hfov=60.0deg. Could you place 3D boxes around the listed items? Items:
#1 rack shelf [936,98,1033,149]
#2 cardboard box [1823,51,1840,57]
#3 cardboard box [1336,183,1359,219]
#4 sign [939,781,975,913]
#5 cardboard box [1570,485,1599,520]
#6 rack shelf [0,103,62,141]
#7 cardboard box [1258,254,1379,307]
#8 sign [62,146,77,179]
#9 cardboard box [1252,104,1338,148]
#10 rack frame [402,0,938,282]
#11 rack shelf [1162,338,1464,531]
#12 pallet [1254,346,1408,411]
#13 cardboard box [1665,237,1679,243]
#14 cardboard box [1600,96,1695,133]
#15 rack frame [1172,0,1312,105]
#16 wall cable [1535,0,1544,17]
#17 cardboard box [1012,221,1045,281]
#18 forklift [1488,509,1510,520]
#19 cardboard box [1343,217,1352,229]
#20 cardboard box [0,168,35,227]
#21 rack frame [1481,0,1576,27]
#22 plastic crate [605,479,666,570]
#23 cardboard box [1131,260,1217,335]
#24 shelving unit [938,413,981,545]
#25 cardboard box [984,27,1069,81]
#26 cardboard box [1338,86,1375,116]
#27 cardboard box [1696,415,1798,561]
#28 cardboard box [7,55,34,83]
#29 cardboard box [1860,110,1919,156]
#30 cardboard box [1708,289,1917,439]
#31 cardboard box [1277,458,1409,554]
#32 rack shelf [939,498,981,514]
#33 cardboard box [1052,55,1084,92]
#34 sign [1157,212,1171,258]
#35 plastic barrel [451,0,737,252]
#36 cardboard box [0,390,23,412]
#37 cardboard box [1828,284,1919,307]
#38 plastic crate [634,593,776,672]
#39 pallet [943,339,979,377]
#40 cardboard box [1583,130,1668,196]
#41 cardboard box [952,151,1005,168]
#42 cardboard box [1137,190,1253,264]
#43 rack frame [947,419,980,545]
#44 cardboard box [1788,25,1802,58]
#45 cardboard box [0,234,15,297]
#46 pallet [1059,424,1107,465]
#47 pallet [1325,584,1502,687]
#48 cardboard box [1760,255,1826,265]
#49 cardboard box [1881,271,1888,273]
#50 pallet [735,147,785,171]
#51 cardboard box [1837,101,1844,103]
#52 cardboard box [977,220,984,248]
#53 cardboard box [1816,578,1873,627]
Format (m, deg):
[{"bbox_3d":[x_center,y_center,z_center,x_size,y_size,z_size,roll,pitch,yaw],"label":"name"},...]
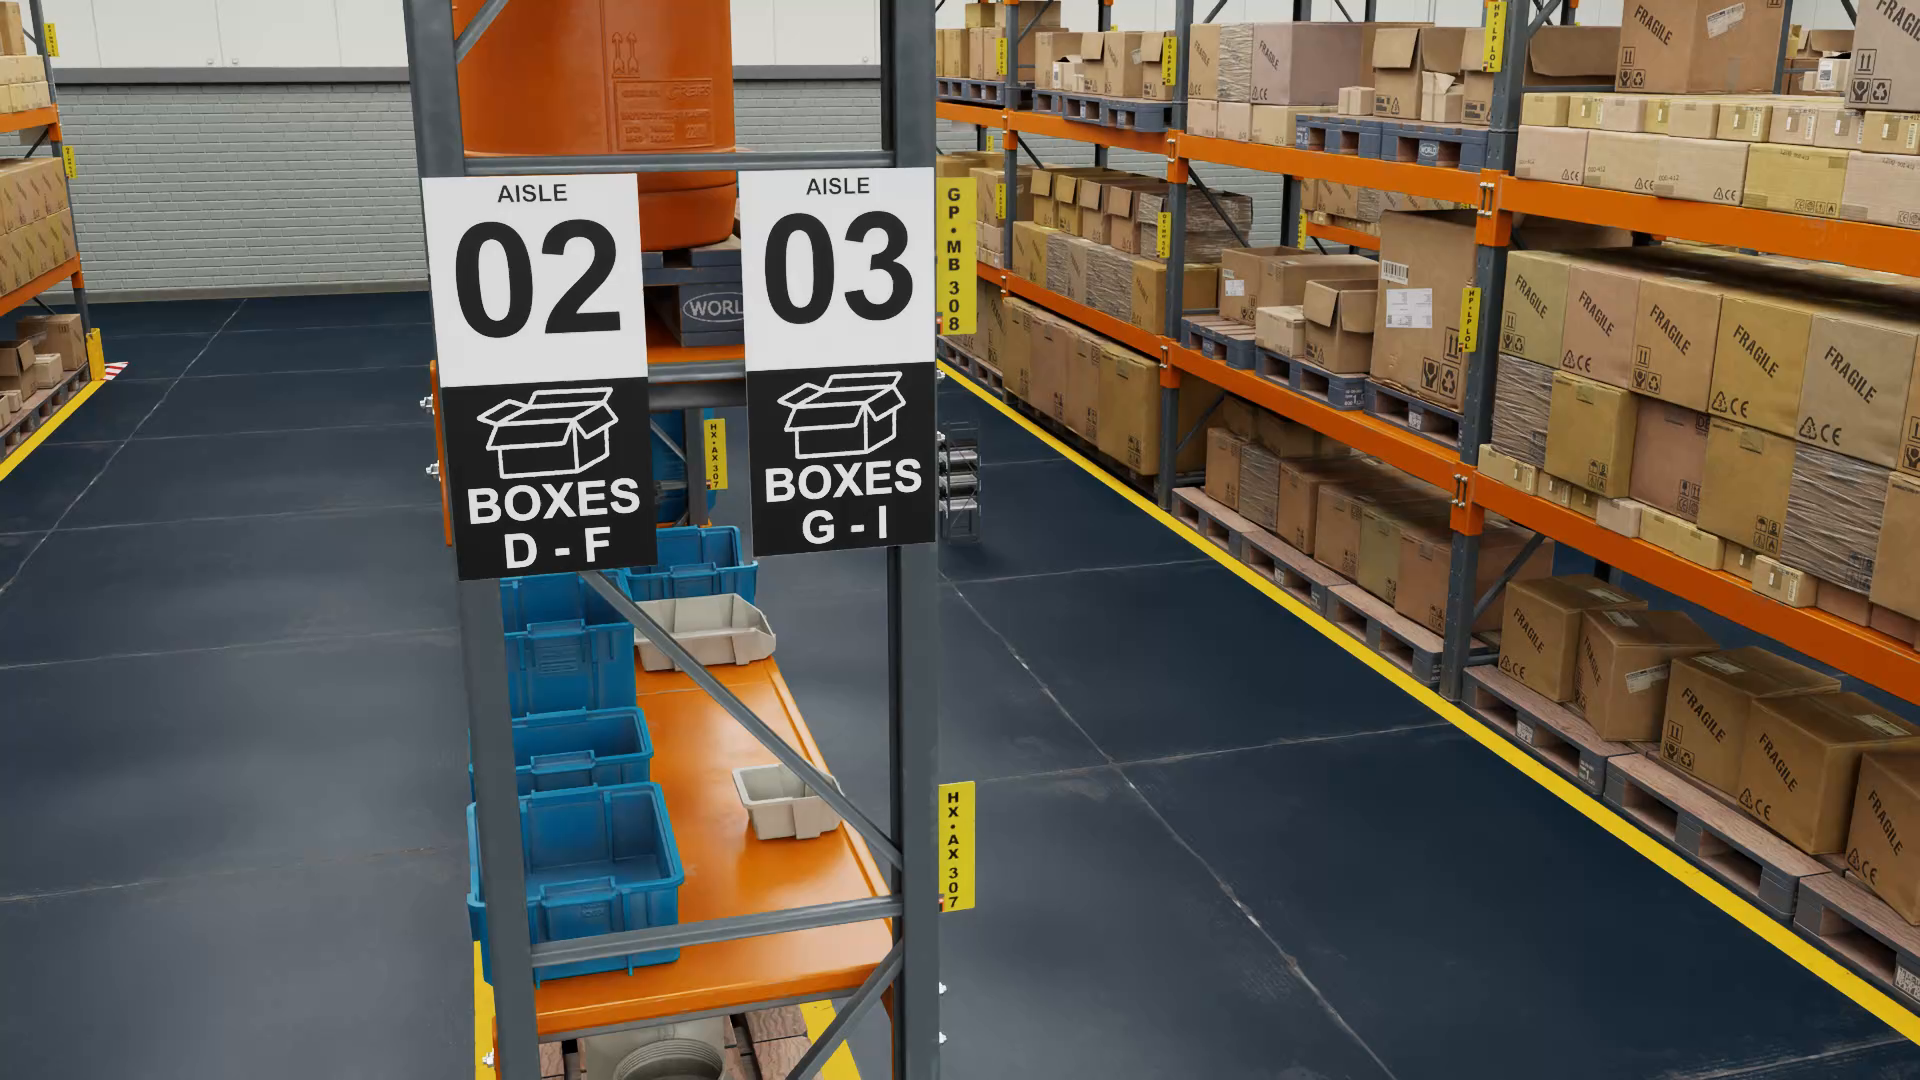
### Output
[{"bbox_3d":[0.371,-4.465,17.638,1.077,0.370,4.000,-5,17,-15],"label":"rack shelf"},{"bbox_3d":[9.965,-5.376,18.750,0.396,0.266,0.258,-4,17,-13],"label":"cardboard box"},{"bbox_3d":[4.770,-4.052,19.537,0.500,0.500,0.500,-4,17,-15],"label":"cardboard box"},{"bbox_3d":[-0.014,0.716,3.872,0.100,0.325,0.005,-5,17,-15],"label":"sign"},{"bbox_3d":[3.118,-0.198,7.833,0.380,0.149,0.250,-5,17,-15],"label":"cardboard box"},{"bbox_3d":[-9.155,-3.683,15.035,1.077,0.370,4.000,-5,17,-15],"label":"rack shelf"},{"bbox_3d":[2.456,-1.670,11.392,0.700,0.500,0.500,-2,17,-7],"label":"cardboard box"},{"bbox_3d":[-9.166,-3.888,17.120,0.100,0.325,0.005,-5,17,-15],"label":"sign"},{"bbox_3d":[2.195,-2.644,10.588,0.500,0.250,0.500,-4,17,-14],"label":"cardboard box"},{"bbox_3d":[-0.544,-1.982,2.908,1.000,3.000,0.127,-5,17,-15],"label":"rack frame"},{"bbox_3d":[2.569,-0.815,10.703,1.077,0.370,4.000,-5,17,-15],"label":"rack shelf"},{"bbox_3d":[2.603,-1.077,10.657,1.003,0.211,1.213,-5,17,-15],"label":"pallet"},{"bbox_3d":[6.174,-2.612,14.106,0.380,0.149,0.250,-5,17,-16],"label":"cardboard box"},{"bbox_3d":[3.105,-1.903,7.427,0.380,0.149,0.250,-5,17,-15],"label":"cardboard box"},{"bbox_3d":[2.020,-4.586,11.578,1.000,3.000,0.127,-5,17,-15],"label":"rack frame"},{"bbox_3d":[10.928,-9.420,27.606,2.988,3.039,0.133,-5,17,-15],"label":"wall cable"},{"bbox_3d":[0.806,-2.721,15.621,0.500,0.500,0.500,-5,17,-15],"label":"cardboard box"},{"bbox_3d":[4.819,-1.856,13.037,1.130,2.935,3.031,10,20,31],"label":"forklift"},{"bbox_3d":[4.778,-3.771,19.728,0.380,0.149,0.250,-5,17,-16],"label":"cardboard box"},{"bbox_3d":[-8.890,-3.144,15.294,0.500,0.500,0.500,-4,17,-14],"label":"cardboard box"},{"bbox_3d":[5.717,-6.057,16.474,1.000,3.000,0.127,-5,17,-15],"label":"rack frame"},{"bbox_3d":[-1.622,-0.031,6.948,0.767,0.338,0.504,-5,17,-15],"label":"plastic crate"},{"bbox_3d":[1.646,-1.878,12.816,0.500,0.500,0.500,-4,17,-14],"label":"cardboard box"},{"bbox_3d":[-0.002,-0.433,11.830,0.258,0.900,0.210,-5,17,-15],"label":"shelving unit"},{"bbox_3d":[0.647,-4.765,16.309,0.700,0.500,0.500,-6,18,-19],"label":"cardboard box"},{"bbox_3d":[2.507,-2.643,10.000,0.380,0.166,0.250,-5,17,-17],"label":"cardboard box"},{"bbox_3d":[3.619,-0.255,6.895,0.875,0.500,0.500,-5,17,-15],"label":"cardboard box"},{"bbox_3d":[-9.181,-4.488,15.856,0.500,0.250,0.500,-5,17,-15],"label":"cardboard box"},{"bbox_3d":[3.491,-1.469,5.981,0.380,0.149,0.250,-6,18,-18],"label":"cardboard box"},{"bbox_3d":[3.422,-0.717,6.698,0.500,0.500,0.500,-5,17,-15],"label":"cardboard box"},{"bbox_3d":[2.550,-0.234,11.098,0.700,0.500,0.500,-3,17,-11],"label":"cardboard box"},{"bbox_3d":[-0.002,-0.229,11.891,0.258,0.077,0.200,-5,17,-15],"label":"rack shelf"},{"bbox_3d":[1.135,-4.104,14.612,0.500,0.311,0.500,-5,18,-17],"label":"cardboard box"},{"bbox_3d":[1.487,-2.223,12.126,0.100,0.325,0.005,-5,17,-15],"label":"sign"},{"bbox_3d":[-0.800,-1.077,3.631,0.600,0.830,0.708,-5,17,-15],"label":"plastic barrel"},{"bbox_3d":[-8.760,-1.263,15.103,0.380,0.166,0.250,-5,17,-15],"label":"cardboard box"},{"bbox_3d":[3.916,-0.758,6.833,0.500,0.500,0.500,-5,17,-15],"label":"cardboard box"},{"bbox_3d":[-0.954,0.340,6.064,0.530,0.136,0.437,-5,17,-15],"label":"plastic crate"},{"bbox_3d":[0.448,-2.039,18.372,1.003,0.211,1.213,-5,17,-15],"label":"pallet"},{"bbox_3d":[3.146,-1.681,7.380,0.500,0.250,0.500,-5,17,-16],"label":"cardboard box"},{"bbox_3d":[0.208,-4.242,19.300,0.500,0.500,0.500,-4,17,-15],"label":"cardboard box"},{"bbox_3d":[1.834,-2.445,12.960,0.797,0.503,0.637,-4,17,-13],"label":"cardboard box"},{"bbox_3d":[0.026,-0.405,11.736,0.240,0.900,0.006,-5,17,-15],"label":"rack frame"},{"bbox_3d":[6.828,-4.205,14.018,0.396,0.266,0.258,-5,17,-15],"label":"cardboard box"},{"bbox_3d":[-8.628,-2.389,14.518,0.500,0.500,0.500,-4,17,-14],"label":"cardboard box"},{"bbox_3d":[1.544,-0.939,14.710,1.003,0.211,1.213,-5,17,-15],"label":"pallet"},{"bbox_3d":[2.903,0.513,9.876,1.003,0.211,1.213,-5,17,-15],"label":"pallet"},{"bbox_3d":[6.680,-1.980,13.155,0.500,0.500,0.500,-5,17,-15],"label":"cardboard box"},{"bbox_3d":[7.213,-2.198,12.142,0.700,0.500,0.500,-5,17,-16],"label":"cardboard box"},{"bbox_3d":[-1.351,-1.369,6.411,1.213,0.211,1.003,-5,17,-15],"label":"pallet"},{"bbox_3d":[3.853,-1.731,6.855,0.380,0.149,0.250,-4,17,-13],"label":"cardboard box"},{"bbox_3d":[0.402,-3.135,16.917,0.500,0.250,0.500,-4,17,-14],"label":"cardboard box"},{"bbox_3d":[3.582,0.213,6.466,0.380,0.149,0.250,-5,17,-15],"label":"cardboard box"}]
